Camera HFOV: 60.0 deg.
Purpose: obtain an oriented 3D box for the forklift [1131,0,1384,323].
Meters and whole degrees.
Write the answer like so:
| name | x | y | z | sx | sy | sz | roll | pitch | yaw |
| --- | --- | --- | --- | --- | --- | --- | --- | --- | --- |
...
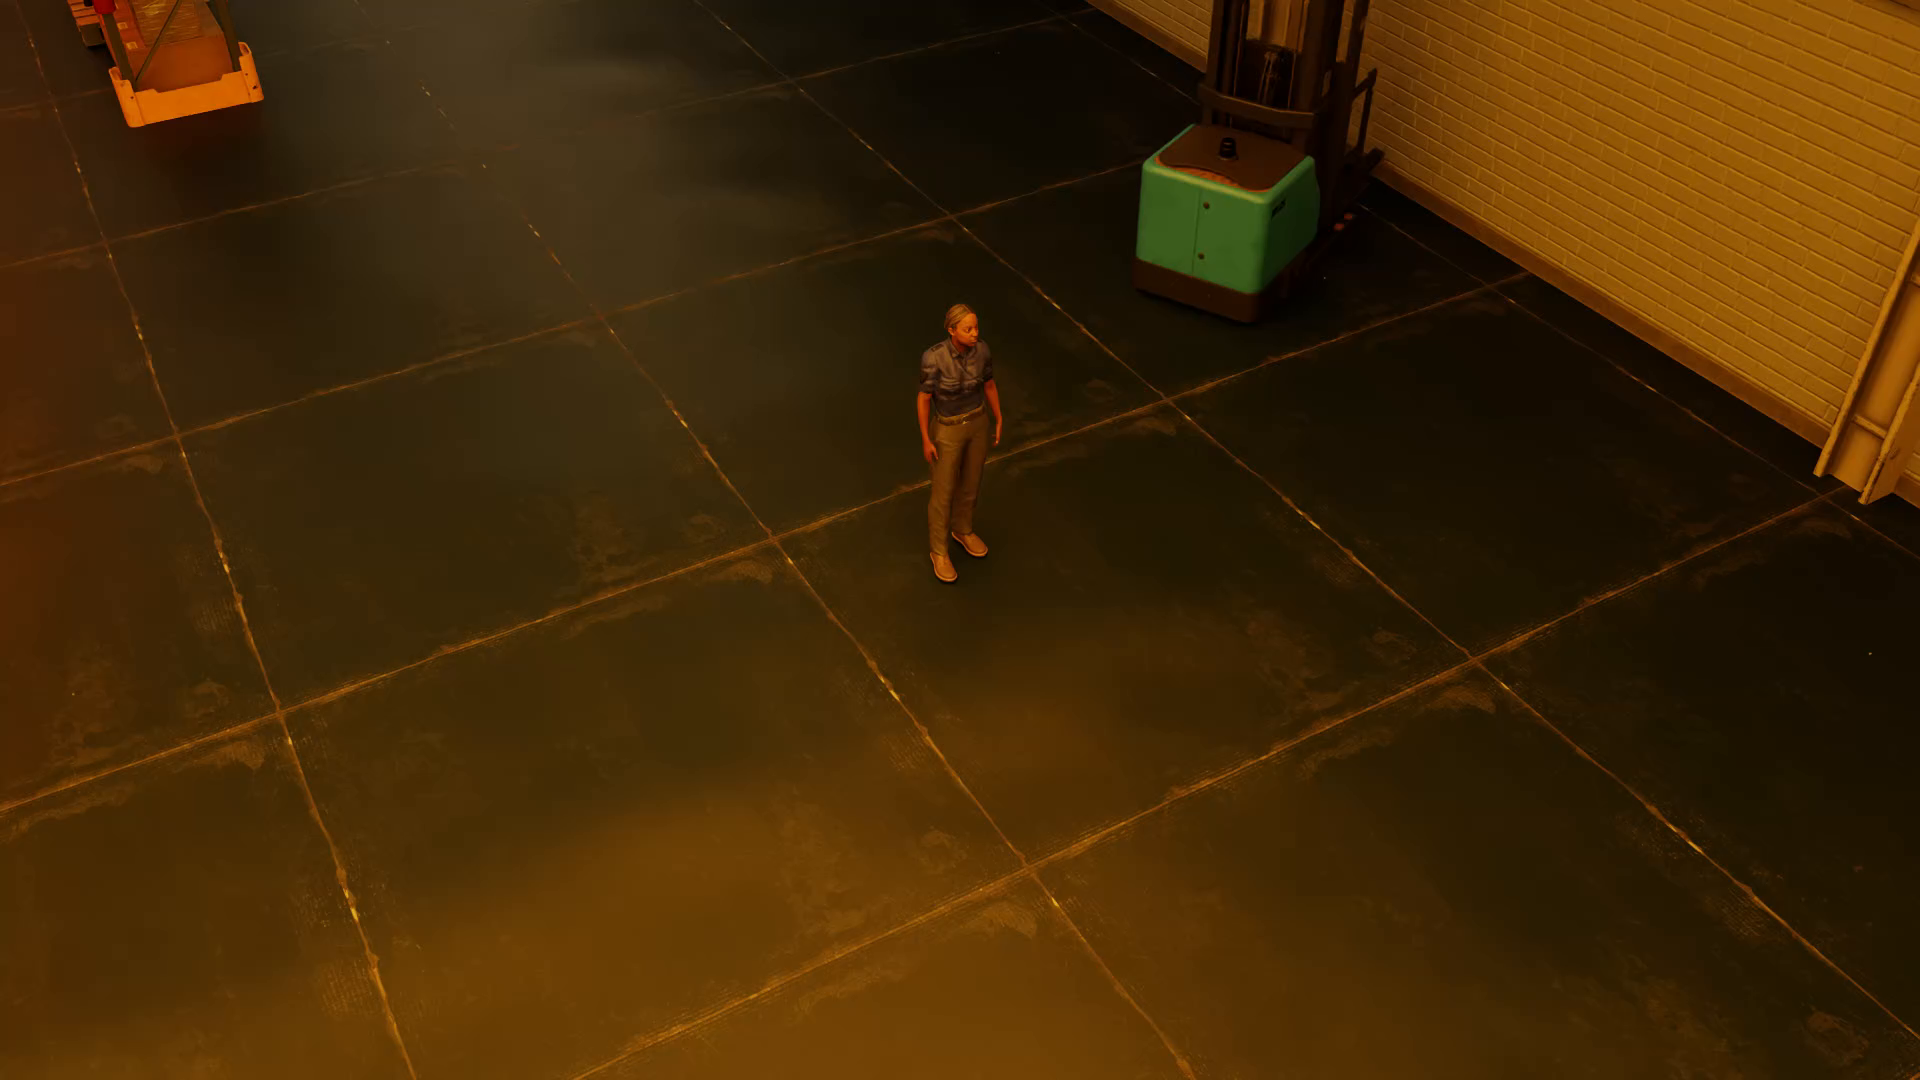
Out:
| name | x | y | z | sx | sy | sz | roll | pitch | yaw |
| --- | --- | --- | --- | --- | --- | --- | --- | --- | --- |
| forklift | 2.529 | -3.619 | 12.400 | 1.130 | 2.935 | 3.031 | 23 | 45 | 25 |

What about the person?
| name | x | y | z | sx | sy | sz | roll | pitch | yaw |
| --- | --- | --- | --- | --- | --- | --- | --- | --- | --- |
| person | 0.027 | -0.588 | 9.733 | 0.569 | 1.656 | 0.503 | -20 | 44 | -23 |
